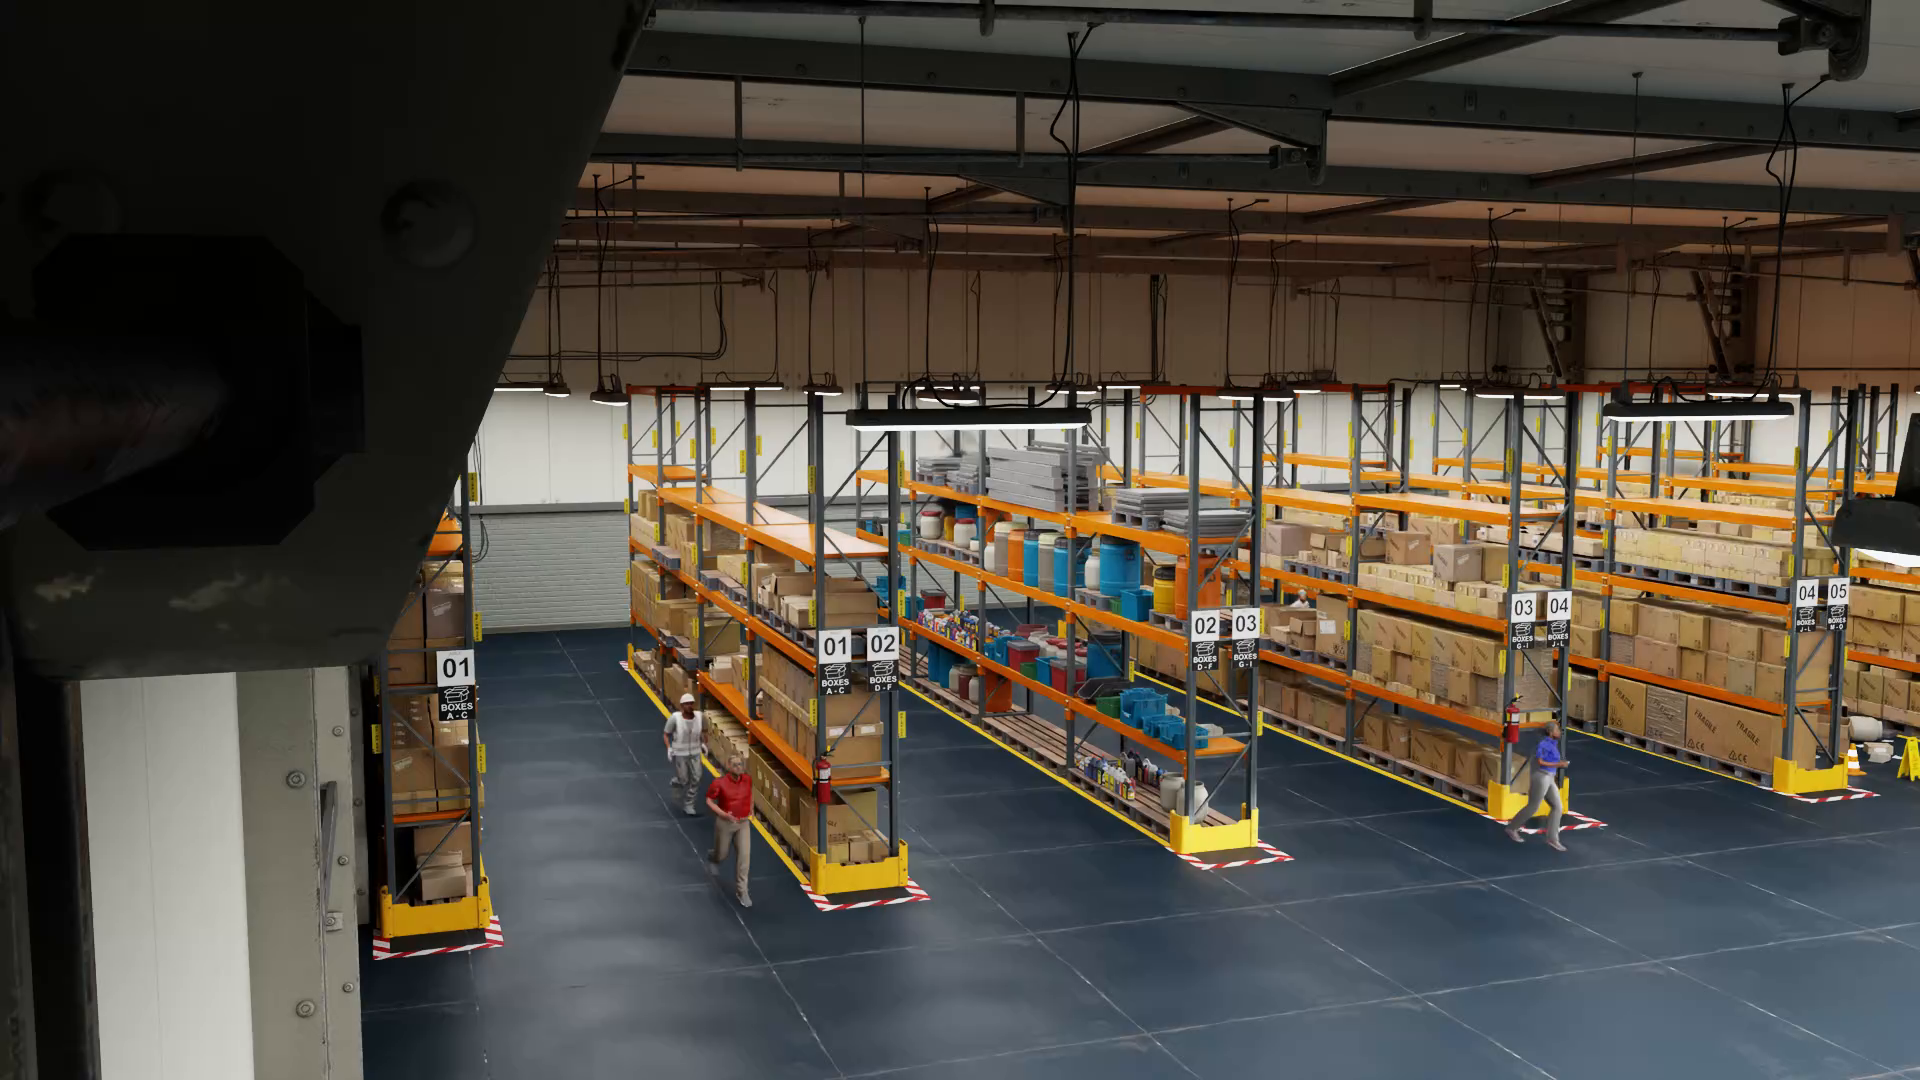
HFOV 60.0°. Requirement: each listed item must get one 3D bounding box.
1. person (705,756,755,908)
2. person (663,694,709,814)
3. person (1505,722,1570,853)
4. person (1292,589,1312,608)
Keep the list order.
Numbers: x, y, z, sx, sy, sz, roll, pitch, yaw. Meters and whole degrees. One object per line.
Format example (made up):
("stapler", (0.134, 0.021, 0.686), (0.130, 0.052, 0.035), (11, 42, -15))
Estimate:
("person", (-2.738, 3.440, 19.972), (0.655, 1.729, 1.106), (-3, 7, -26))
("person", (-3.901, 3.028, 23.726), (0.668, 1.728, 0.639), (-3, 7, -25))
("person", (7.756, 3.241, 22.127), (0.808, 1.661, 0.614), (5, 8, 39))
("person", (7.241, 1.896, 35.093), (0.582, 1.710, 0.673), (-2, 6, -21))
